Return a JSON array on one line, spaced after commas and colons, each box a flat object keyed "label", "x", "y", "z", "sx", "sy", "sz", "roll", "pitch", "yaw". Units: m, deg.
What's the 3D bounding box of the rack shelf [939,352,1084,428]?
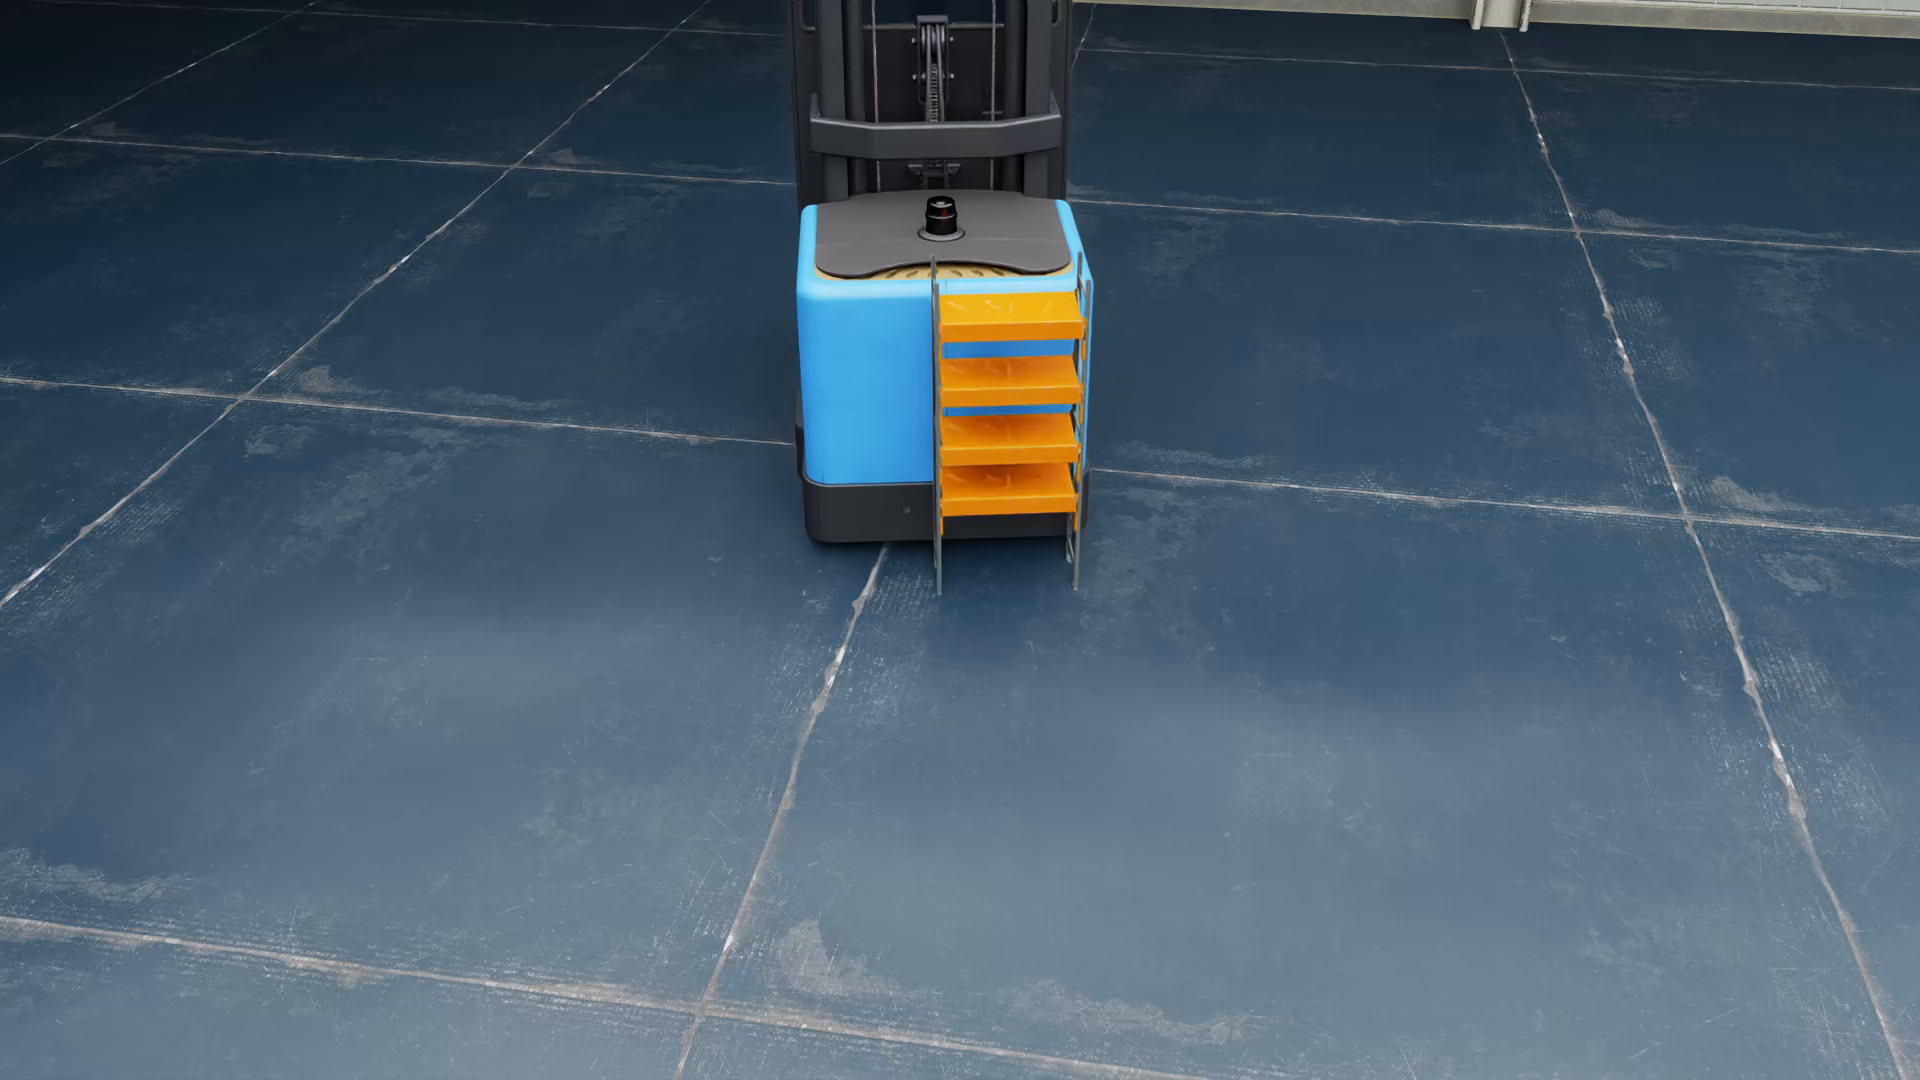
[{"label": "rack shelf", "x": 0.163, "y": -0.511, "z": 5.641, "sx": 0.480, "sy": 0.148, "sz": 0.258, "roll": -2, "pitch": 32, "yaw": -3}]

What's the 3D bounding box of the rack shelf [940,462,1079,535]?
[{"label": "rack shelf", "x": 0.163, "y": -0.153, "z": 5.865, "sx": 0.480, "sy": 0.148, "sz": 0.258, "roll": -2, "pitch": 32, "yaw": -3}]

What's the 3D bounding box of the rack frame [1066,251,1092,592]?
[{"label": "rack frame", "x": 0.406, "y": -0.387, "z": 5.737, "sx": 0.015, "sy": 1.200, "sz": 0.240, "roll": -2, "pitch": 32, "yaw": -3}]

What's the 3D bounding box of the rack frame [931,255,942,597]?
[{"label": "rack frame", "x": -0.081, "y": -0.370, "z": 5.710, "sx": 0.015, "sy": 1.200, "sz": 0.240, "roll": -2, "pitch": 32, "yaw": -3}]

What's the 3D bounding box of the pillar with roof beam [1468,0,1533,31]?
[{"label": "pillar with roof beam", "x": 3.277, "y": -5.400, "z": 6.396, "sx": 0.400, "sy": 9.000, "sz": 9.100, "roll": 5, "pitch": 32, "yaw": 8}]

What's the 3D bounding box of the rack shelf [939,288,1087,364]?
[{"label": "rack shelf", "x": 0.163, "y": -0.712, "z": 5.515, "sx": 0.480, "sy": 0.148, "sz": 0.258, "roll": -2, "pitch": 32, "yaw": -3}]

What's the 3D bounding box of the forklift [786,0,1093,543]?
[{"label": "forklift", "x": -0.129, "y": -1.985, "z": 6.659, "sx": 1.130, "sy": 2.935, "sz": 3.031, "roll": -2, "pitch": 32, "yaw": -3}]

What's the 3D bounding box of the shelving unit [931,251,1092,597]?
[{"label": "shelving unit", "x": 0.163, "y": -0.379, "z": 5.724, "sx": 0.503, "sy": 1.200, "sz": 0.258, "roll": -2, "pitch": 32, "yaw": -3}]

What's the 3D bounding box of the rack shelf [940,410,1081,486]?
[{"label": "rack shelf", "x": 0.163, "y": -0.322, "z": 5.760, "sx": 0.480, "sy": 0.148, "sz": 0.258, "roll": -2, "pitch": 32, "yaw": -3}]
